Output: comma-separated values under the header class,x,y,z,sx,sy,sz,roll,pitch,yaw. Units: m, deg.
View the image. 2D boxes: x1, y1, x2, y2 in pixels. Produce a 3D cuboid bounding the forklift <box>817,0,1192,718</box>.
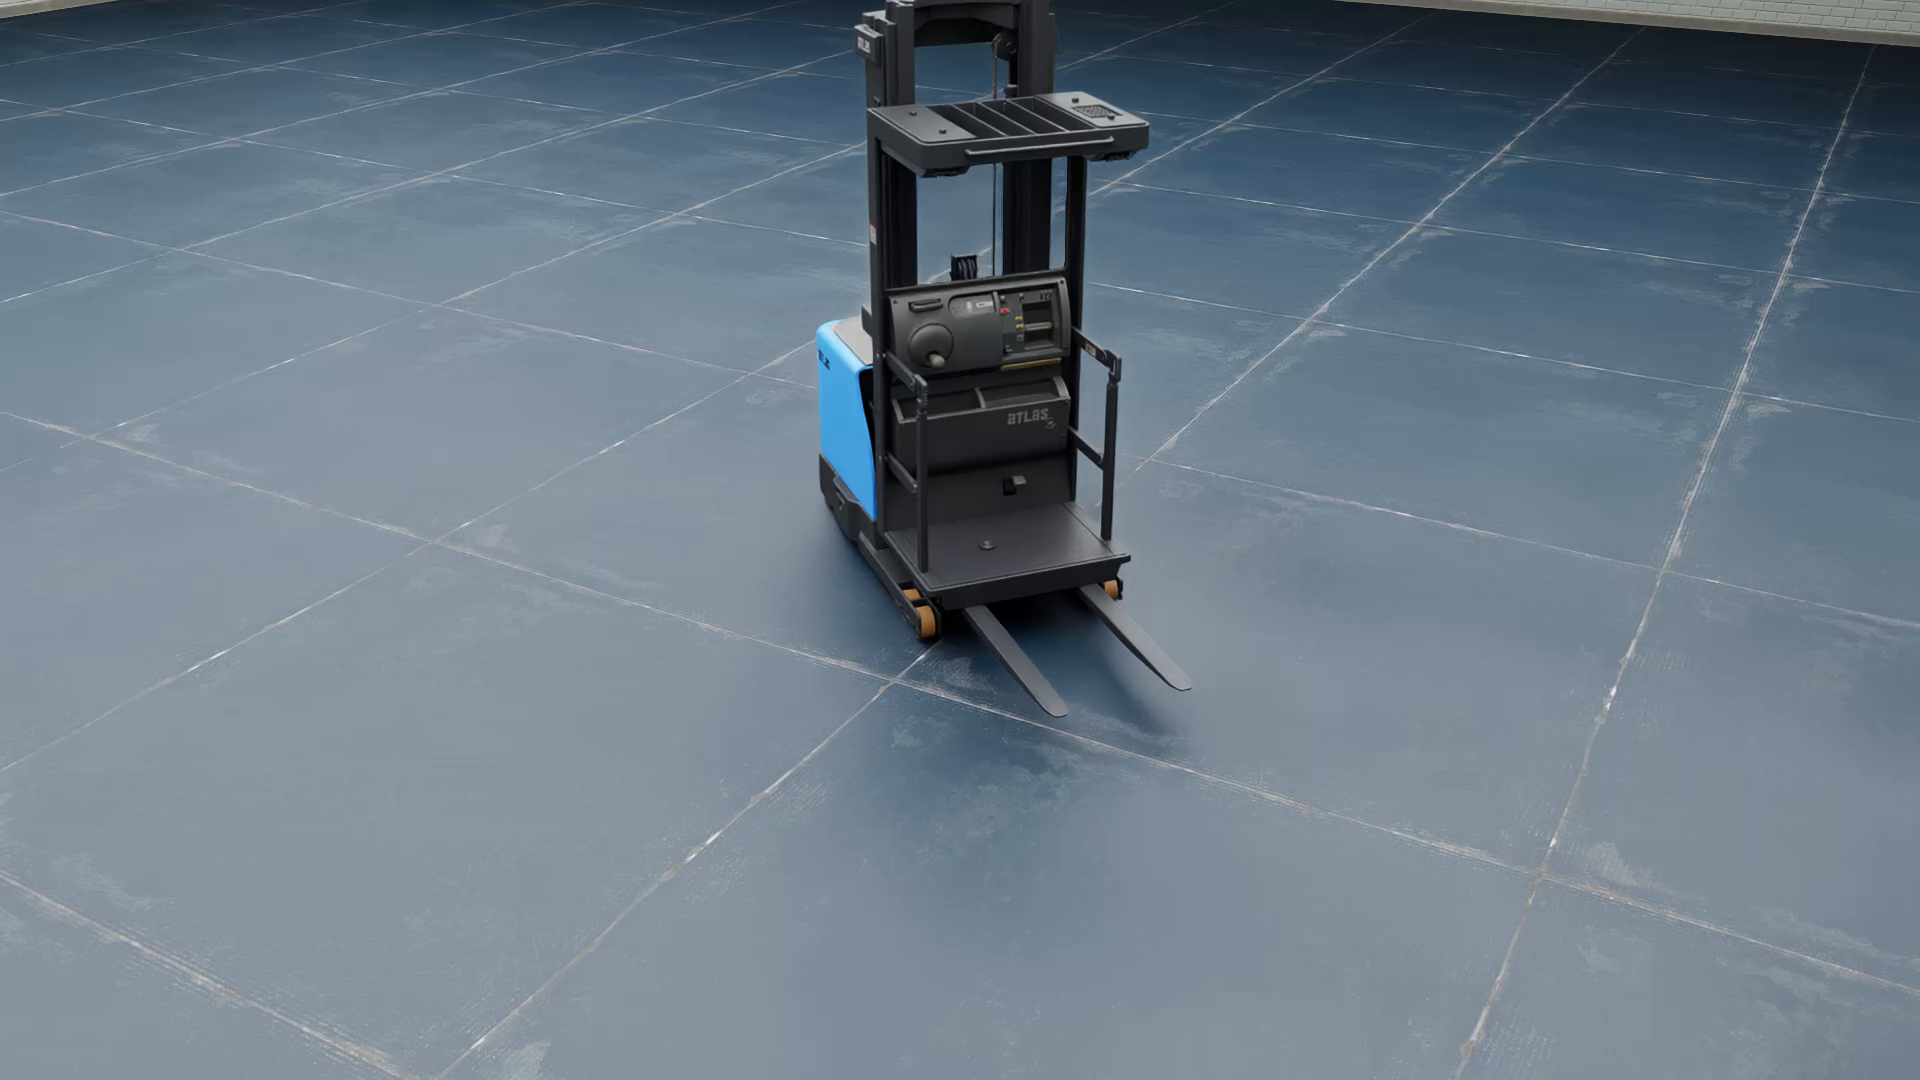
class,x,y,z,sx,sy,sz,roll,pitch,yaw
forklift,0.186,-1.028,8.030,1.130,2.935,3.031,-10,28,-19
